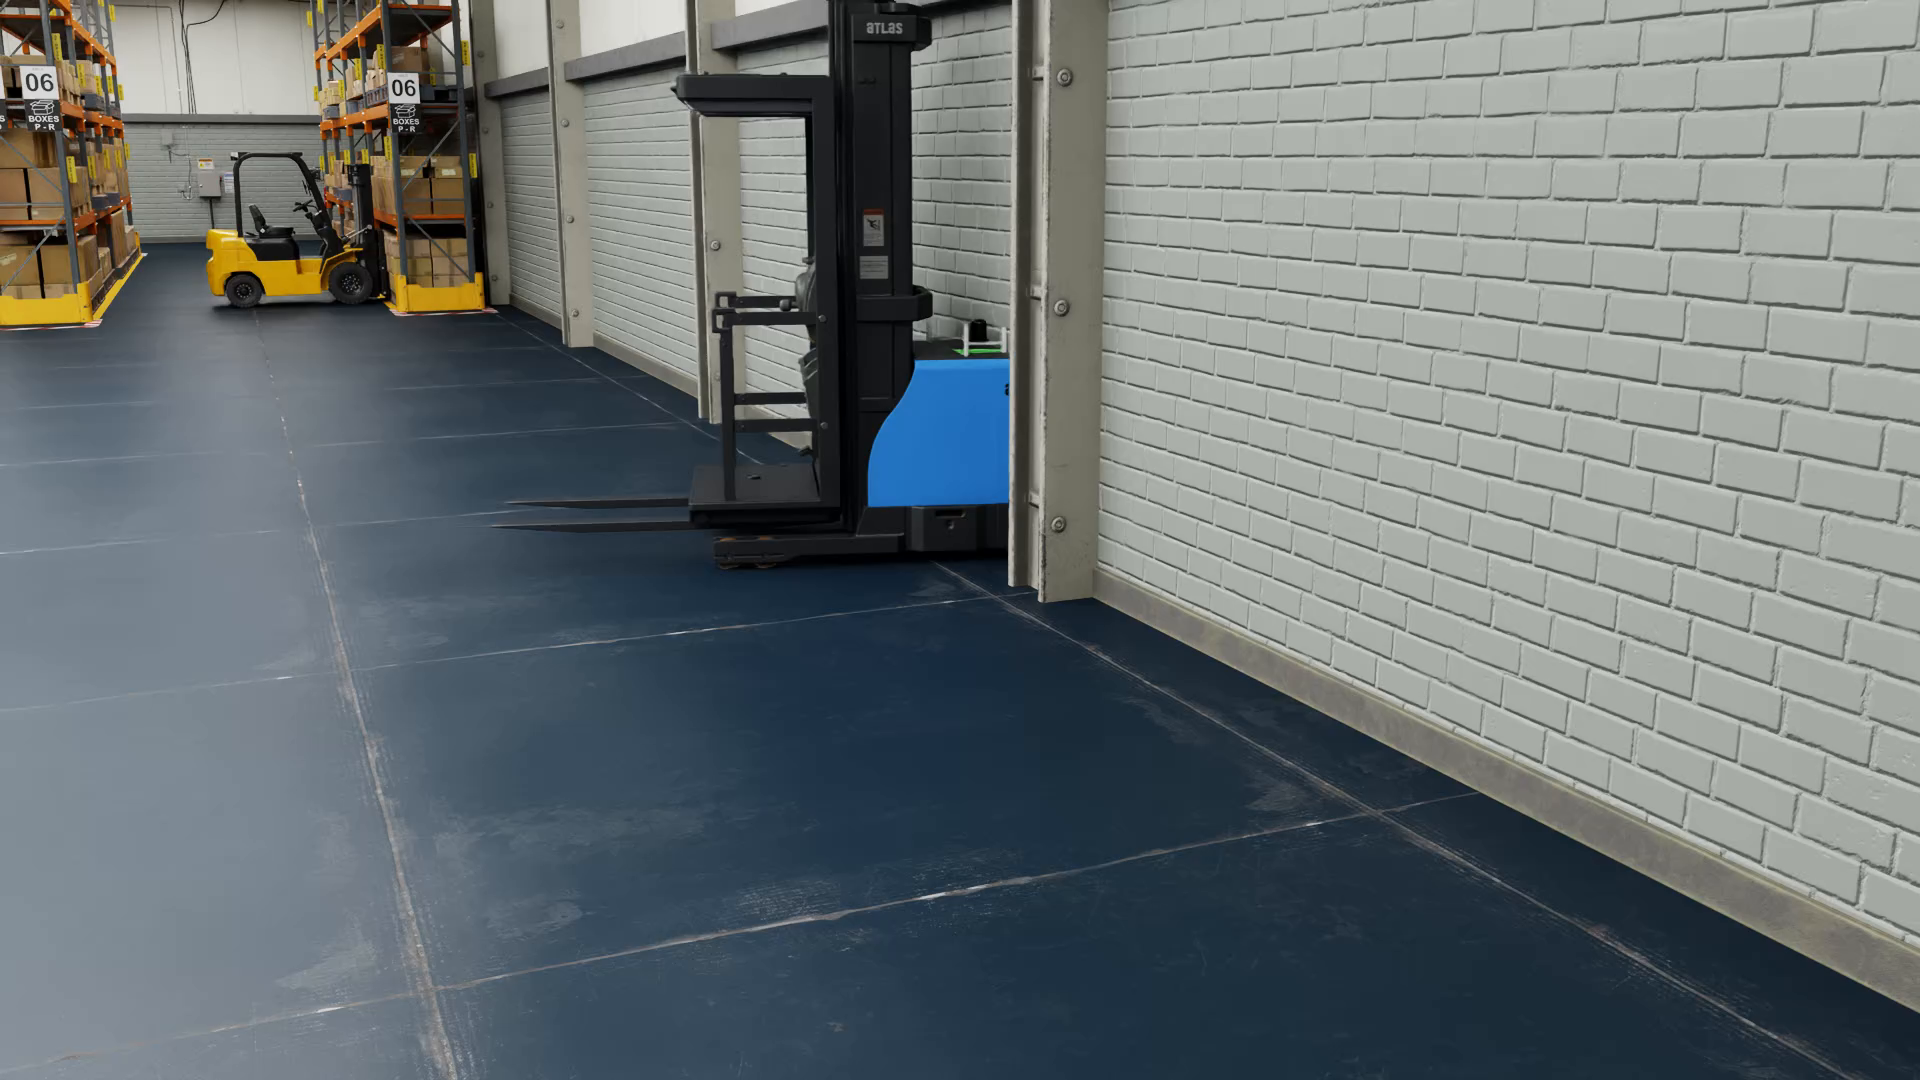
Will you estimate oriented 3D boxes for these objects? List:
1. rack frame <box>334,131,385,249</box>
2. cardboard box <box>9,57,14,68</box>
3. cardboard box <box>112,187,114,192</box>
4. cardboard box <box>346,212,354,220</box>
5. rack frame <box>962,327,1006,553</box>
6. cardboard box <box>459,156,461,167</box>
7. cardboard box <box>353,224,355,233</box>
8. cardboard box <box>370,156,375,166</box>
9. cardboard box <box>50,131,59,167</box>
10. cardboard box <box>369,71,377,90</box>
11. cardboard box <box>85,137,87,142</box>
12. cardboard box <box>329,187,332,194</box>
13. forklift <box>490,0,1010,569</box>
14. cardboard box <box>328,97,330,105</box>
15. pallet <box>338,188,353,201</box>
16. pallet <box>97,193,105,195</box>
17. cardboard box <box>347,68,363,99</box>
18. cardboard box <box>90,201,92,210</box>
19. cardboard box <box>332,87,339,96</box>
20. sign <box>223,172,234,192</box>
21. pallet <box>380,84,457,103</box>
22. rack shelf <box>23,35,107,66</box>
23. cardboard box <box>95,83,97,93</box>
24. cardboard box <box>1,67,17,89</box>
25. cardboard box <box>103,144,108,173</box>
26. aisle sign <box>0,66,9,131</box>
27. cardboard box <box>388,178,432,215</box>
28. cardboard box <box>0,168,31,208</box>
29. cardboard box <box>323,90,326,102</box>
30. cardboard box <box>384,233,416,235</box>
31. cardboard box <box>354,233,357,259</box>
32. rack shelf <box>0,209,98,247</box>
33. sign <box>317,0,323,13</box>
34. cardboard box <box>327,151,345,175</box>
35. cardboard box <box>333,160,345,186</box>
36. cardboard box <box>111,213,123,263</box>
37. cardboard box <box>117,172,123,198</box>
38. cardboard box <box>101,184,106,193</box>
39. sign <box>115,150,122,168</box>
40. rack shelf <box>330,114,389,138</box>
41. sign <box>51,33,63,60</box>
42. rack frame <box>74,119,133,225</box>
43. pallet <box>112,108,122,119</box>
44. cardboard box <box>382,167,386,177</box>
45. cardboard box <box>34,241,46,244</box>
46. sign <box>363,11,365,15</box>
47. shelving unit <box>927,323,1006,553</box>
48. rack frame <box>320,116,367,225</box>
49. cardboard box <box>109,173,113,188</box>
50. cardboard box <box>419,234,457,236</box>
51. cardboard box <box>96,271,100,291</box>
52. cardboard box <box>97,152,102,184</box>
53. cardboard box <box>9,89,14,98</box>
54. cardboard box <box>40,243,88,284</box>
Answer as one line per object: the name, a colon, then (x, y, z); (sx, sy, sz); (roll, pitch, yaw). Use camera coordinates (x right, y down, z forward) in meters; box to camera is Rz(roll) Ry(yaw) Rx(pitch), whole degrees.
rack frame: (-12.103, -7.184, 33.759); (1.000, 3.000, 0.127); (-6, 14, -23)
cardboard box: (-12.490, -6.192, 21.606); (0.380, 0.149, 0.250); (-6, 14, -23)
cardboard box: (-15.640, -6.275, 30.161); (0.500, 0.250, 0.500); (-6, 14, -23)
cardboard box: (-12.055, -6.485, 33.249); (0.380, 0.149, 0.250); (-6, 14, -26)
rack frame: (0.129, -0.529, 8.866); (0.240, 1.200, 0.015); (-4, 11, -24)
cardboard box: (-7.284, -5.364, 23.574); (0.380, 0.149, 0.250); (-5, 14, -21)
cardboard box: (-11.068, -5.794, 30.923); (0.380, 0.149, 0.250); (-6, 15, -26)
cardboard box: (-9.042, -5.949, 26.099); (0.380, 0.149, 0.250); (-5, 14, -22)
cardboard box: (-13.467, -5.653, 24.042); (0.700, 0.500, 0.500); (-6, 14, -24)
cardboard box: (-8.582, -6.847, 24.793); (0.396, 0.266, 0.258); (-6, 14, -24)
cardboard box: (-17.161, -7.739, 32.276); (0.380, 0.149, 0.250); (-6, 14, -23)
cardboard box: (-13.354, -7.525, 35.788); (0.380, 0.149, 0.250); (-6, 14, -25)
forklift: (-0.997, -1.400, 8.918); (3.031, 2.935, 1.130); (-2, 13, -7)
cardboard box: (-12.061, -8.519, 32.277); (0.380, 0.149, 0.250); (-5, 14, -22)
pallet: (-10.836, -6.398, 30.788); (1.213, 0.211, 1.003); (-6, 14, -23)
pallet: (-14.217, -5.410, 26.518); (1.003, 0.211, 1.213); (-6, 14, -23)
cardboard box: (-10.140, -7.854, 28.627); (0.700, 0.500, 0.500); (-6, 14, -24)
cardboard box: (-13.037, -4.921, 24.538); (0.380, 0.149, 0.250); (-6, 14, -24)
cardboard box: (-11.714, -8.507, 31.567); (0.380, 0.149, 0.250); (-6, 14, -23)
sign: (-18.179, -8.925, 41.491); (0.329, 0.494, 0.001); (-6, 14, -23)
pallet: (-7.555, -6.272, 23.360); (1.003, 0.211, 1.213); (-6, 14, -23)
rack shelf: (-15.848, -8.699, 29.483); (1.077, 0.370, 4.000); (-6, 14, -23)
cardboard box: (-13.737, -7.039, 25.880); (0.500, 0.250, 0.500); (-6, 14, -24)
cardboard box: (-12.294, -5.871, 21.103); (0.500, 0.250, 0.500); (-6, 14, -24)
cardboard box: (-15.228, -6.670, 29.099); (0.500, 0.500, 0.500); (-6, 14, -23)
aisle sign: (-12.083, -5.484, 20.645); (0.394, 0.787, 0.004); (-6, 14, -23)
cardboard box: (-7.734, -4.832, 23.372); (0.500, 0.500, 0.500); (-6, 14, -24)
cardboard box: (-12.312, -4.537, 21.439); (0.500, 0.500, 0.500); (-6, 14, -24)
cardboard box: (-13.144, -9.359, 35.069); (0.500, 0.250, 0.500); (-5, 14, -21)
cardboard box: (-8.383, -4.438, 24.842); (0.500, 0.250, 0.500); (-6, 14, -24)
cardboard box: (-11.058, -5.517, 31.167); (0.500, 0.500, 0.500); (-6, 14, -24)
rack shelf: (-12.644, -4.319, 22.973); (1.077, 0.370, 4.000); (-6, 14, -23)
sign: (-12.607, -10.556, 32.773); (0.100, 0.325, 0.005); (-6, 14, -23)
cardboard box: (-13.169, -8.020, 35.379); (0.500, 0.500, 0.500); (-5, 14, -22)
cardboard box: (-12.114, -7.318, 33.181); (0.700, 0.500, 0.500); (-5, 14, -22)
cardboard box: (-15.601, -5.413, 29.887); (0.875, 0.875, 0.875); (-5, 14, -22)
cardboard box: (-16.597, -6.905, 32.328); (0.500, 0.500, 0.500); (-5, 14, -21)
cardboard box: (-14.168, -5.739, 27.141); (0.380, 0.149, 0.250); (-5, 14, -22)
sign: (-16.156, -7.312, 31.917); (0.100, 0.325, 0.005); (-6, 14, -23)
rack shelf: (-11.302, -7.882, 31.717); (1.077, 0.370, 4.000); (-6, 14, -23)
sign: (-11.345, -6.192, 20.882); (0.100, 0.325, 0.005); (-6, 14, -23)
rack frame: (-18.252, -7.562, 35.389); (1.000, 3.000, 0.127); (-6, 14, -23)
pallet: (-17.945, -8.828, 34.403); (1.003, 0.211, 1.213); (-6, 14, -23)
cardboard box: (-8.228, -5.379, 24.298); (0.380, 0.149, 0.250); (-6, 14, -23)
cardboard box: (-12.810, -3.841, 22.816); (0.500, 0.500, 0.500); (-6, 14, -24)
sign: (-13.188, -11.512, 36.728); (0.100, 0.325, 0.005); (-6, 14, -23)
shelving unit: (0.027, -0.567, 9.084); (0.258, 1.200, 0.503); (-4, 11, -24)
rack frame: (-13.705, -8.011, 37.330); (1.000, 3.000, 0.127); (-6, 14, -23)
cardboard box: (-15.418, -6.417, 29.669); (0.500, 0.250, 0.500); (-6, 14, -23)
cardboard box: (-7.709, -4.381, 24.595); (0.500, 0.250, 0.500); (-6, 14, -23)
cardboard box: (-12.739, -3.740, 24.046); (0.500, 0.250, 0.500); (-6, 14, -24)
cardboard box: (-13.972, -5.915, 26.463); (0.500, 0.500, 0.500); (-6, 14, -25)
cardboard box: (-12.447, -5.750, 21.466); (0.380, 0.149, 0.250); (-5, 14, -21)
cardboard box: (-11.922, -3.683, 22.134); (0.500, 0.500, 0.500); (-6, 14, -25)
